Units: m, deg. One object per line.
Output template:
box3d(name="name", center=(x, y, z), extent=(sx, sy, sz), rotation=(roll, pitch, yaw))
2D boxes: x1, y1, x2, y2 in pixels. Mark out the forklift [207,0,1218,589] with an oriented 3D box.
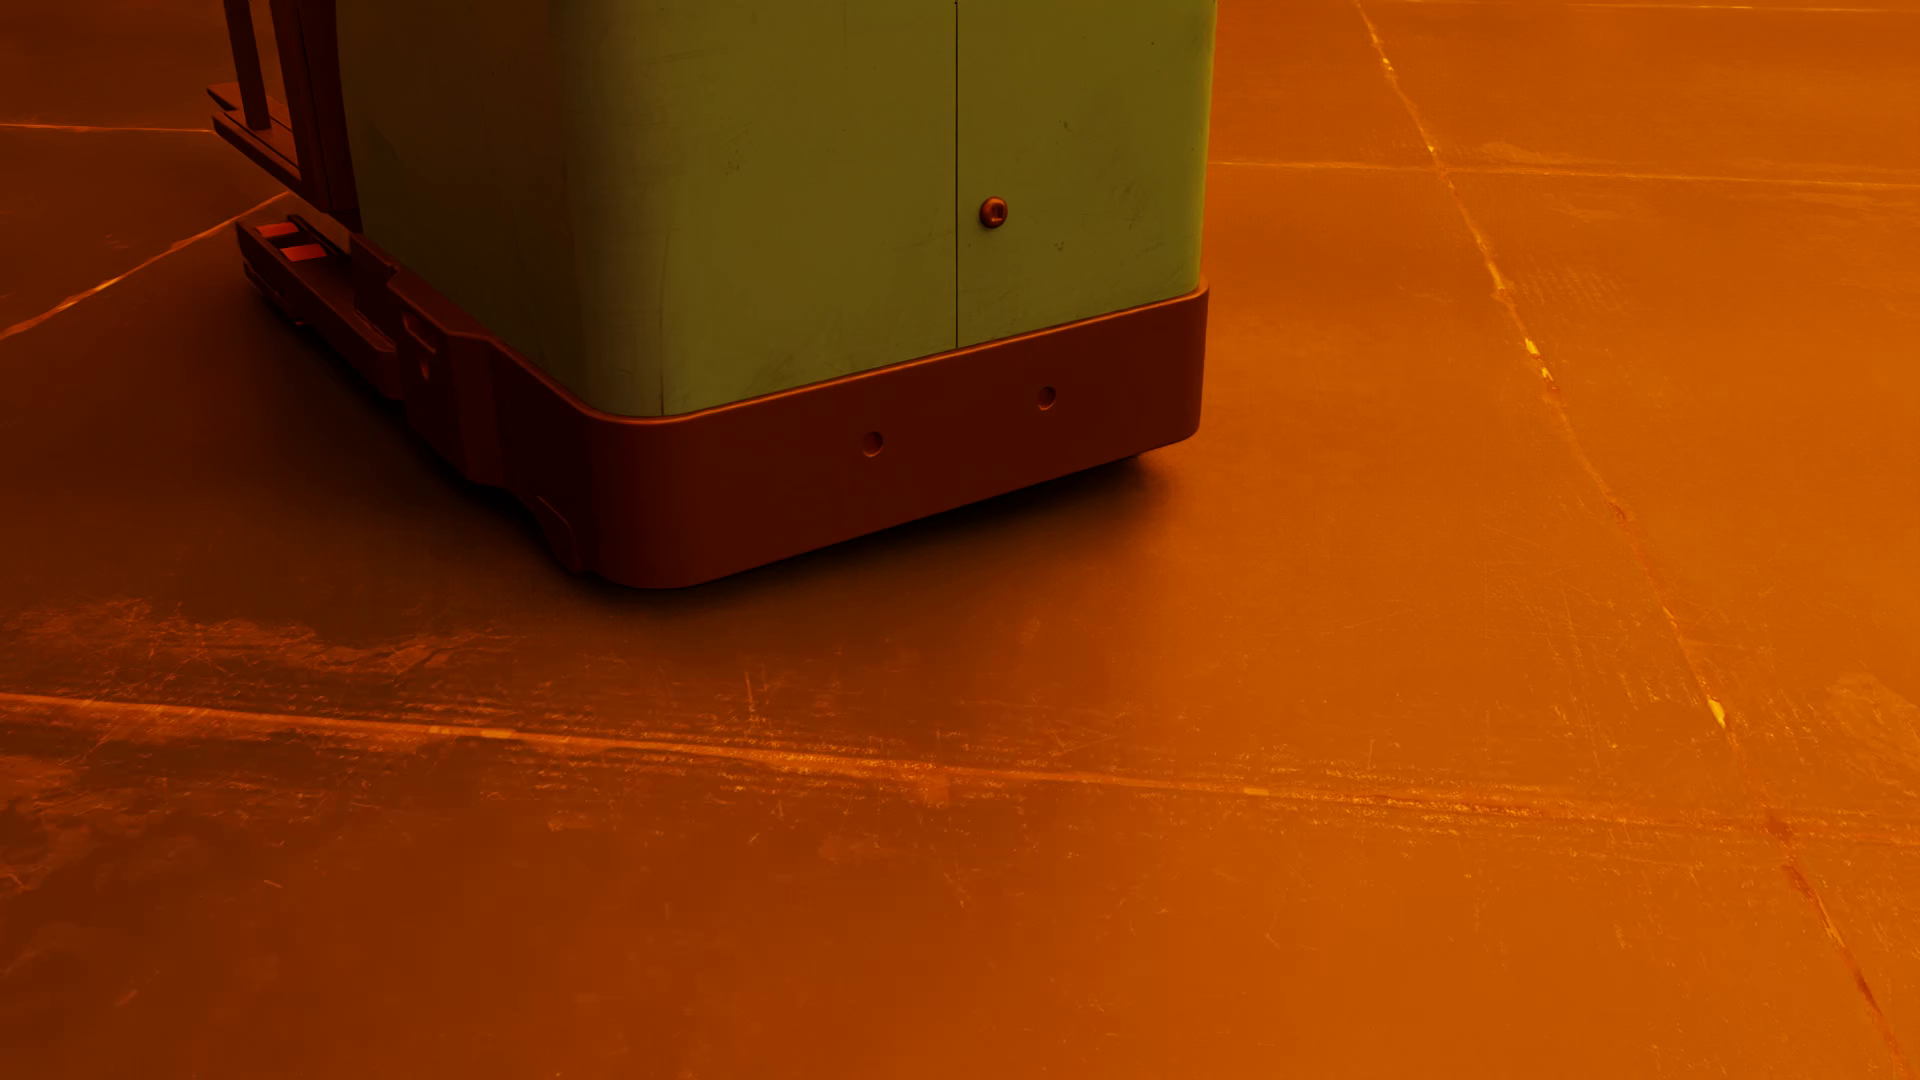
box3d(name="forklift", center=(-0.859, -1.851, 2.928), extent=(1.130, 2.935, 3.031), rotation=(-17, 31, -31))
